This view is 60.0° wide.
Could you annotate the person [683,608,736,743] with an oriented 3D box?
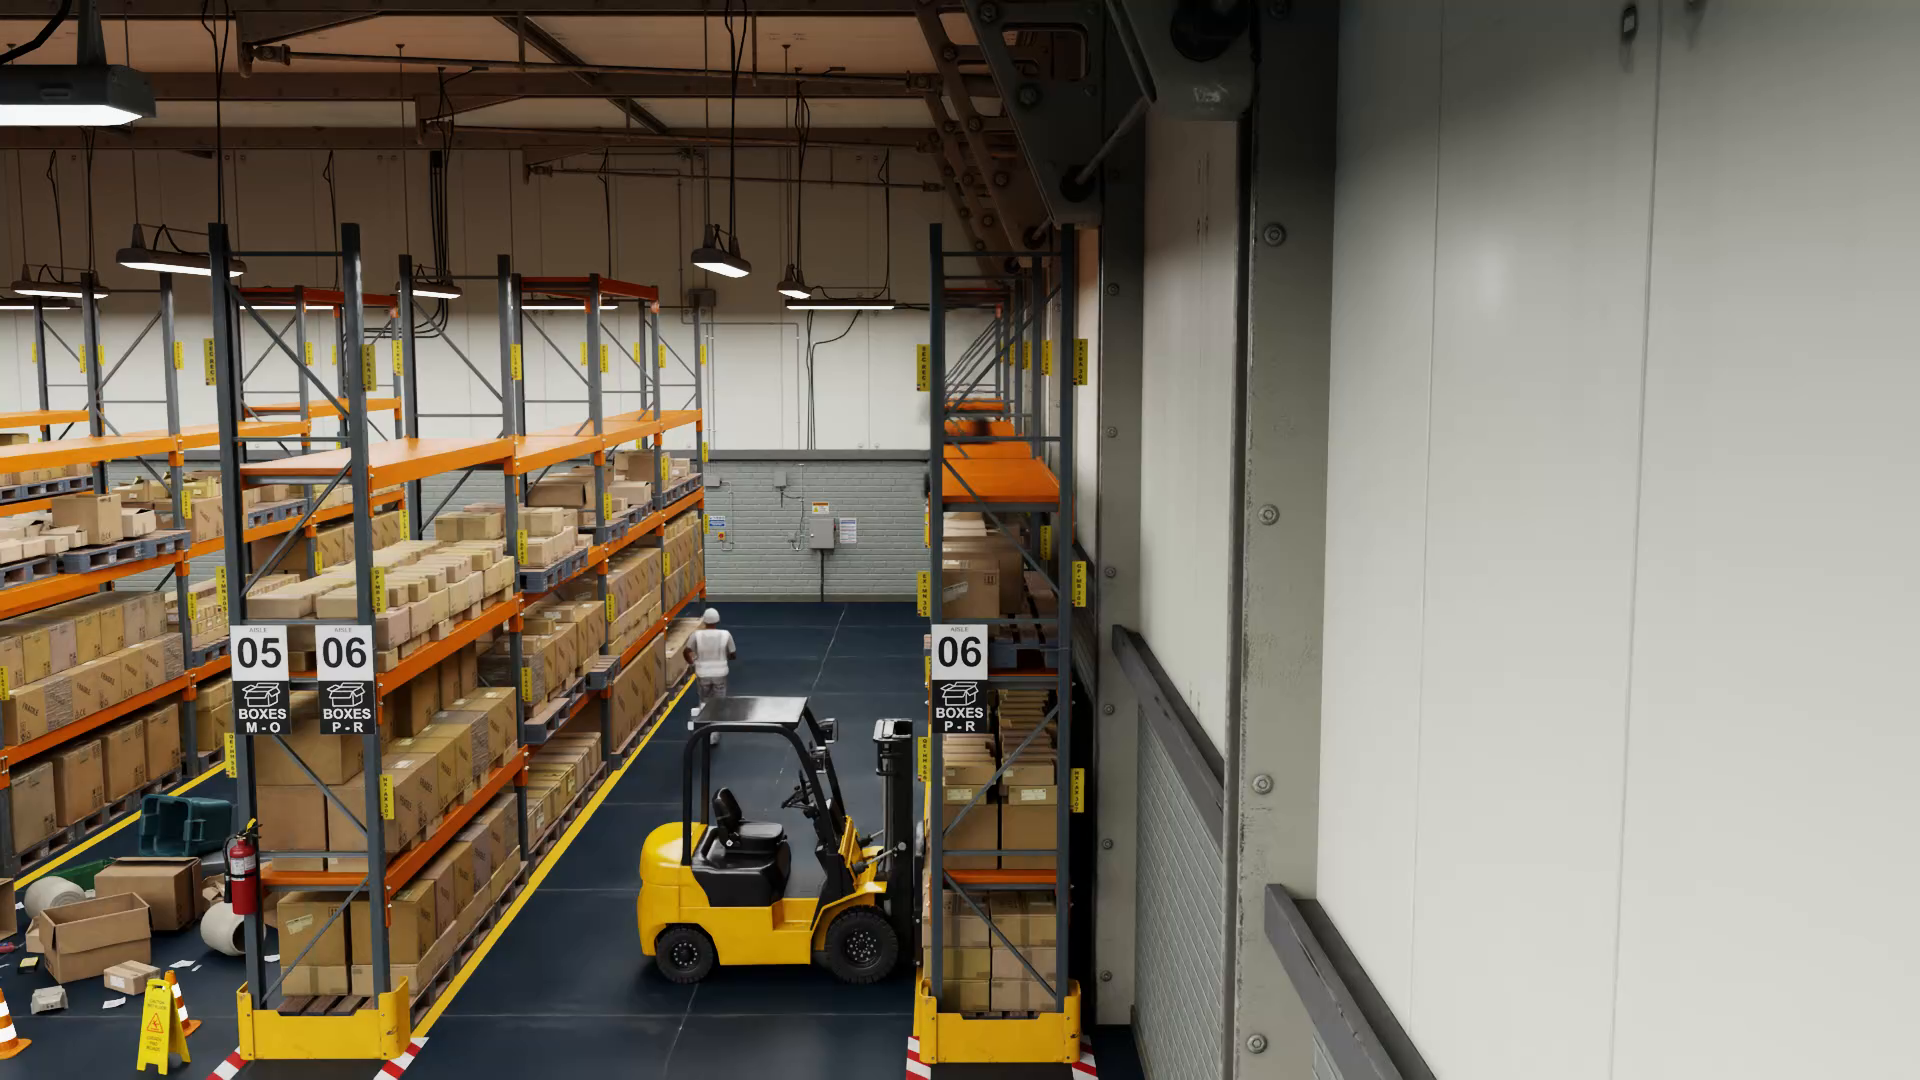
[{"bbox_3d":[-3.246,1.759,21.719,0.662,1.782,0.644,0,7,-2],"label":"person"}]
